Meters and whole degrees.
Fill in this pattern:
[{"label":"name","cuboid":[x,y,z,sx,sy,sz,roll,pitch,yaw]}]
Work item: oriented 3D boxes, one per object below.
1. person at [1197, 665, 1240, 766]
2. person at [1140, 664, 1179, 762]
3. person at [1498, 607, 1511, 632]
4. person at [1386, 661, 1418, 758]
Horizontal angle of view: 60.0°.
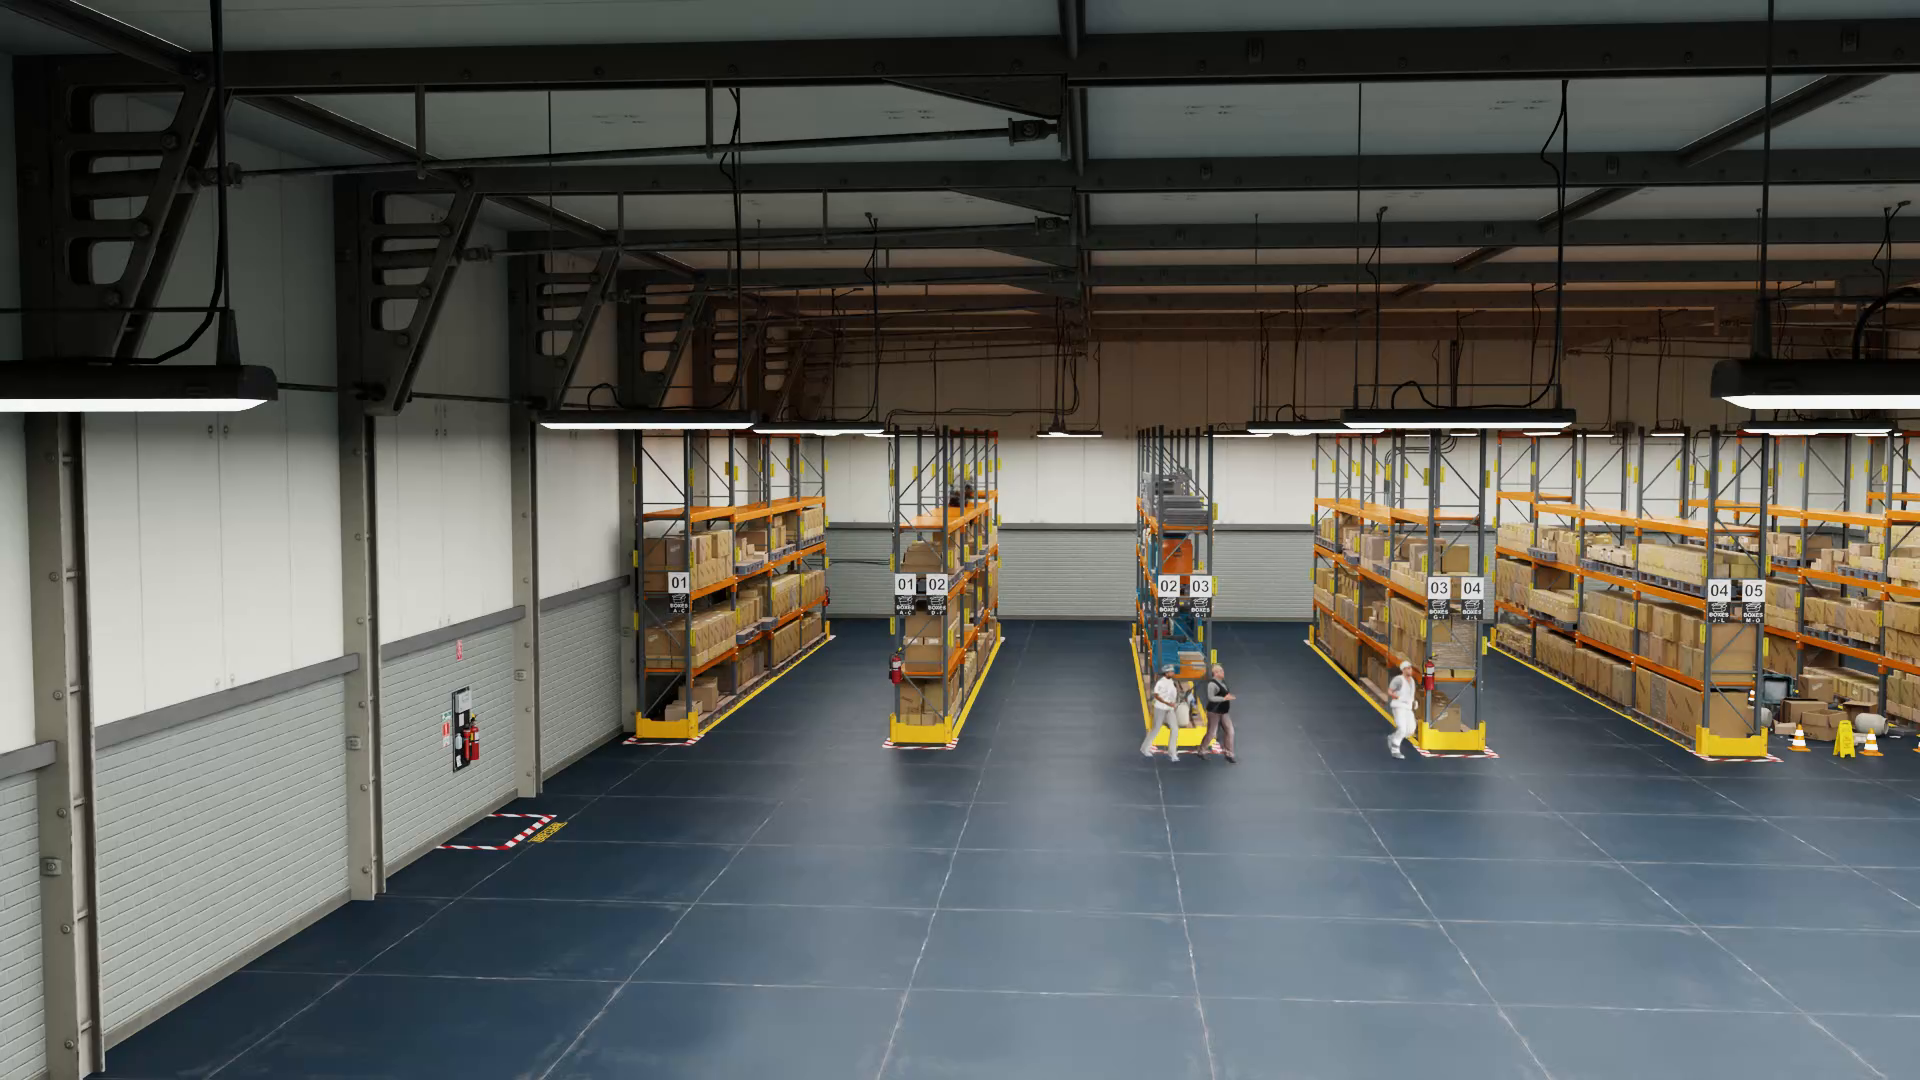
[{"label":"person","cuboid":[4.546,3.091,29.334,0.739,1.774,0.664,3,4,39]},{"label":"person","cuboid":[3.706,3.082,29.880,0.763,1.710,0.653,3,5,44]},{"label":"person","cuboid":[15.616,2.084,47.428,0.732,1.643,0.659,1,4,15]},{"label":"person","cuboid":[8.028,3.055,30.113,0.684,1.728,0.642,-2,4,-32]}]
